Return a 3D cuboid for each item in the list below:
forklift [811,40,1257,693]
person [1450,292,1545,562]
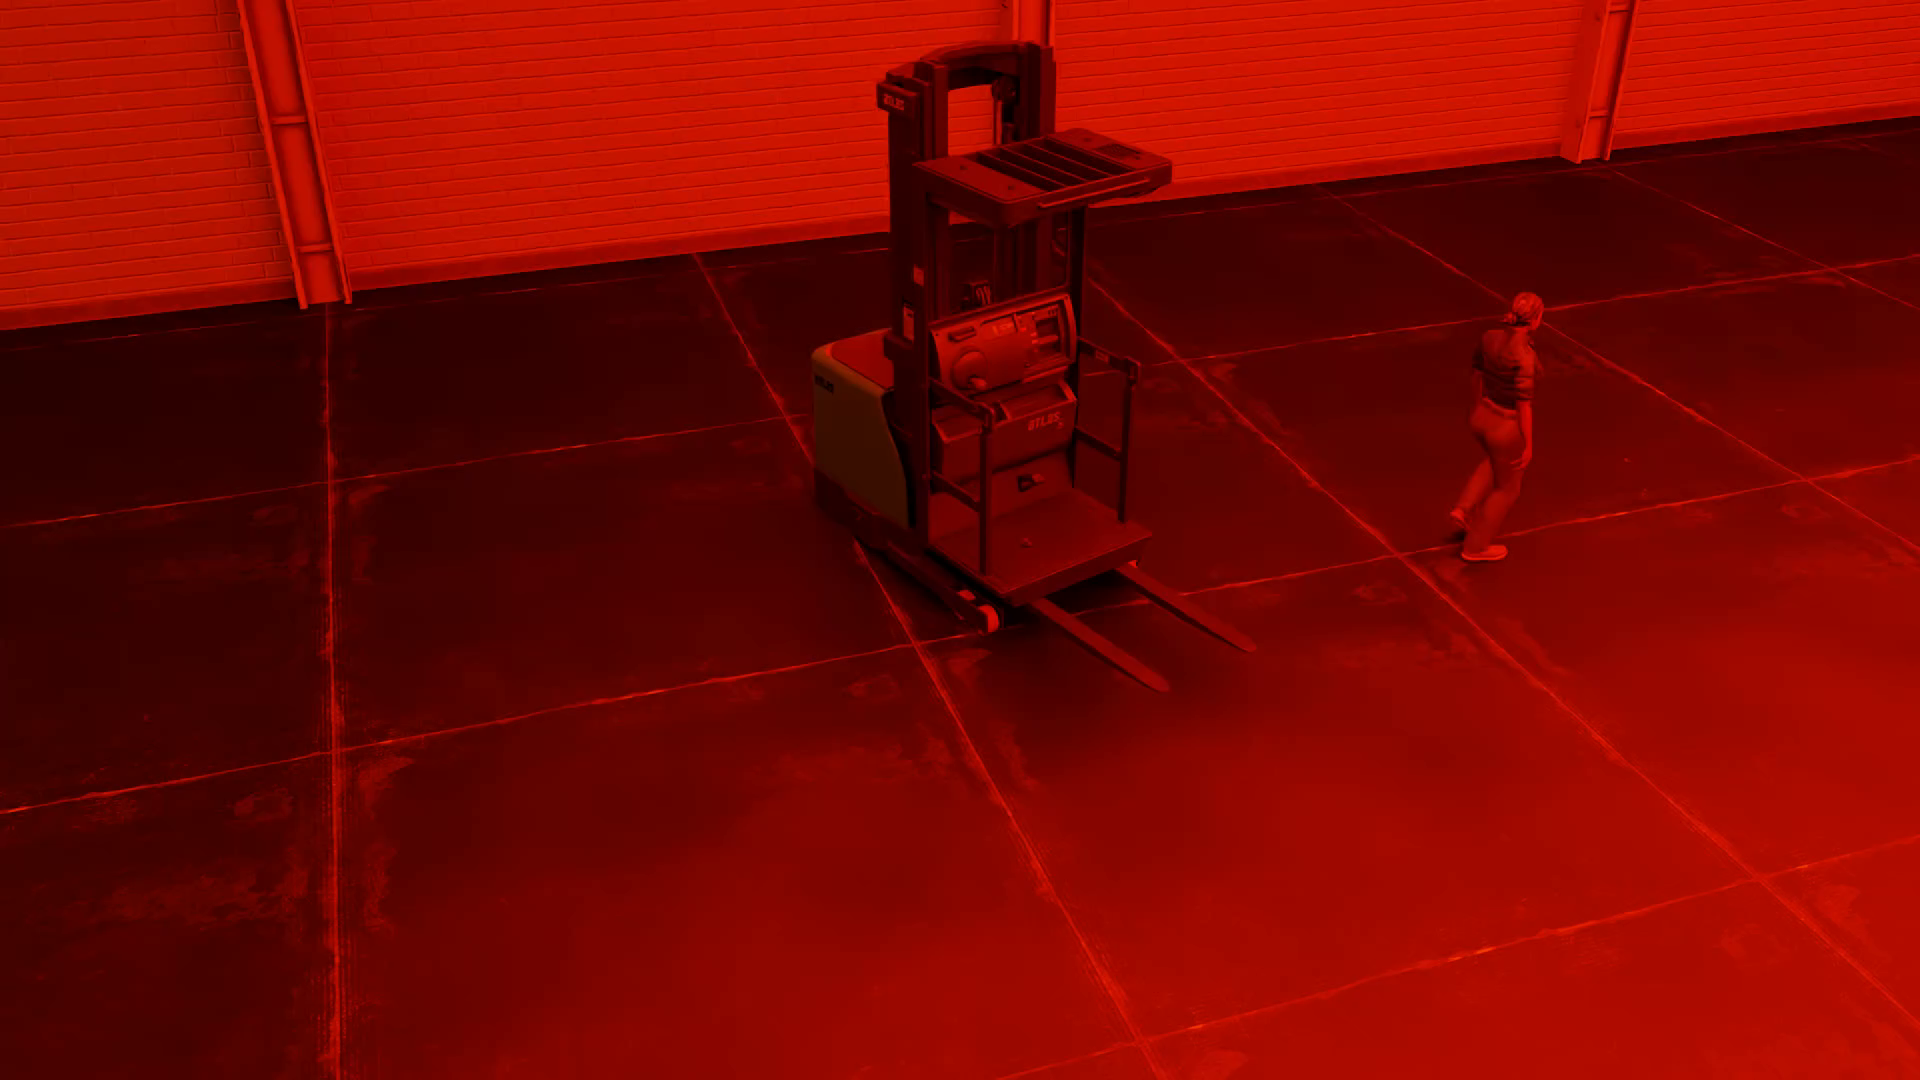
[{"bbox_3d":[0.375,-1.027,8.872,1.130,2.935,3.031,-20,36,-31],"label":"forklift"},{"bbox_3d":[3.146,-0.655,9.528,0.446,1.643,0.577,-11,32,-19],"label":"person"}]
